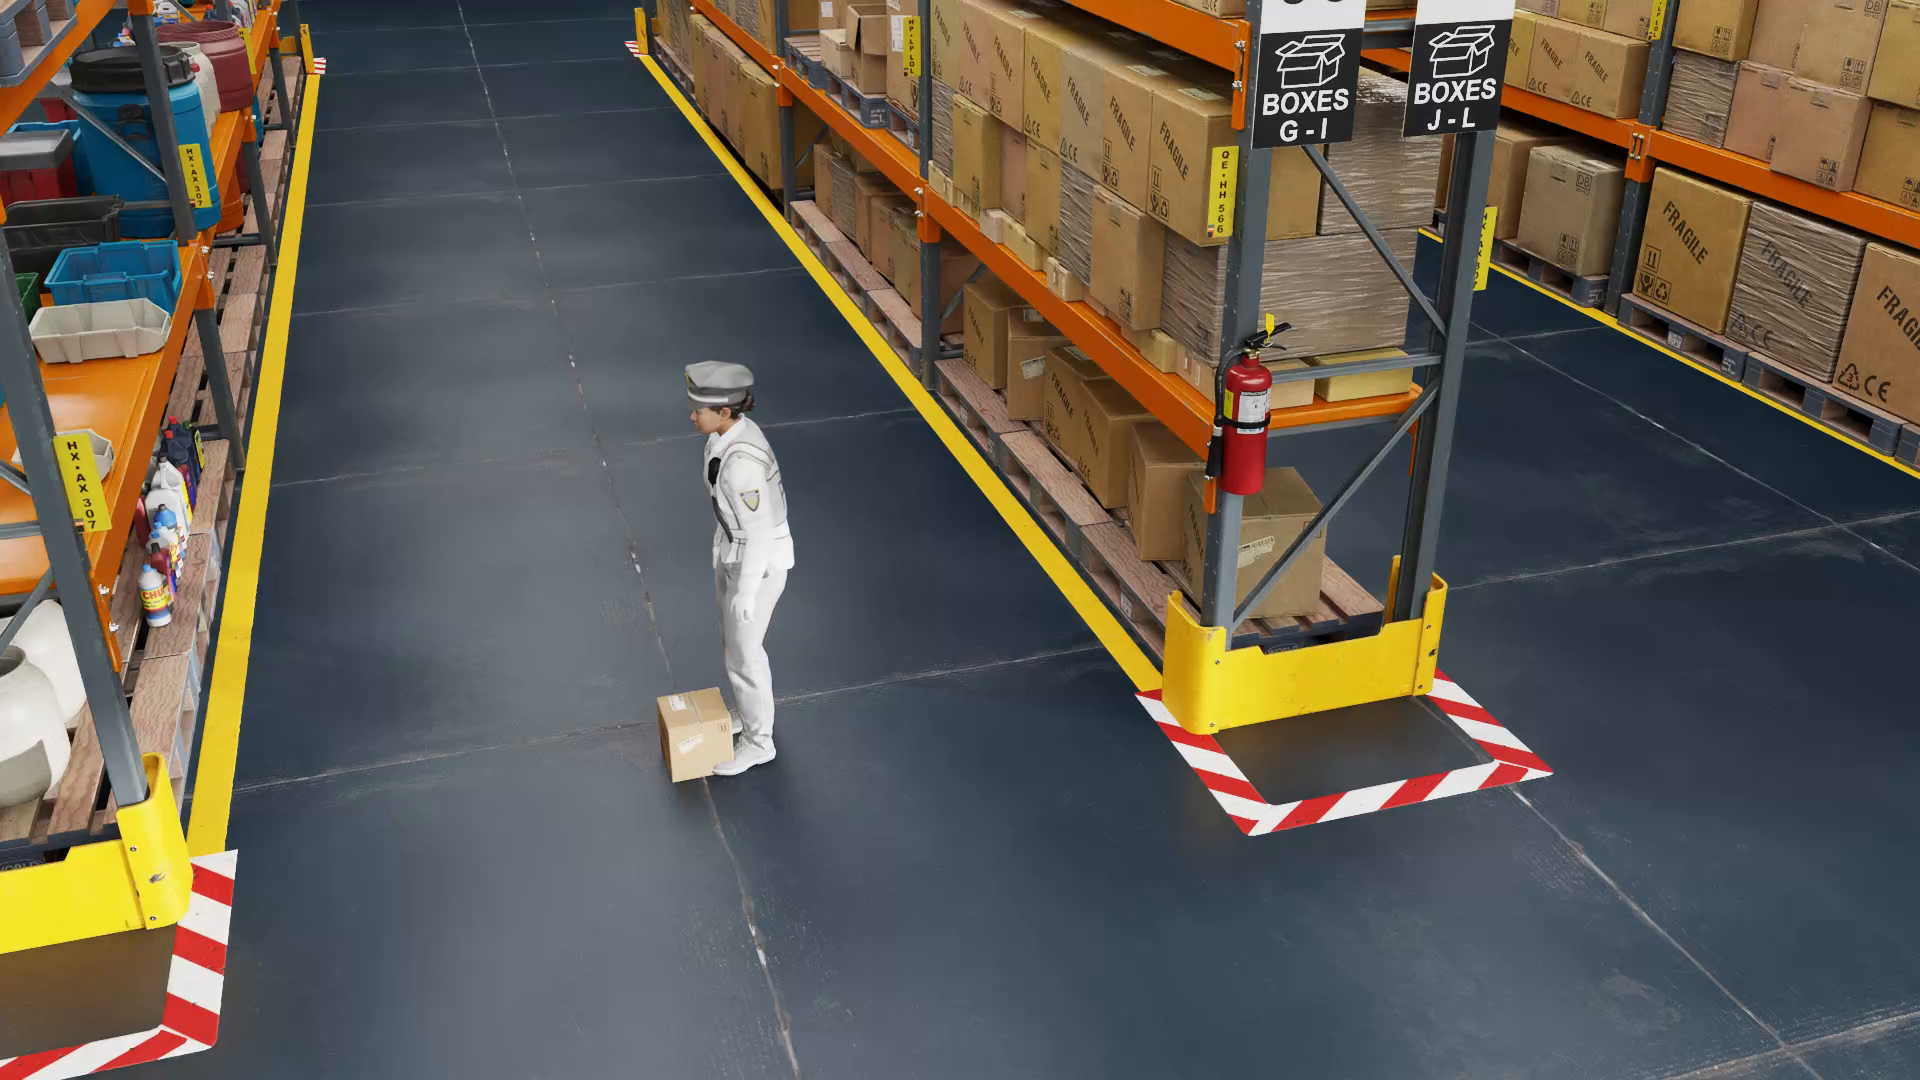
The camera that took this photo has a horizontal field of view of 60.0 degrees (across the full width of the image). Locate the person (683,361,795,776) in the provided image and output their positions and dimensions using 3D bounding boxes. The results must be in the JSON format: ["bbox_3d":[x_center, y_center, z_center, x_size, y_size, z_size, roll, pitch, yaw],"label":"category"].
[{"bbox_3d":[-0.846,0.107,6.398,0.409,1.662,0.527,-8,28,-16],"label":"person"}]
